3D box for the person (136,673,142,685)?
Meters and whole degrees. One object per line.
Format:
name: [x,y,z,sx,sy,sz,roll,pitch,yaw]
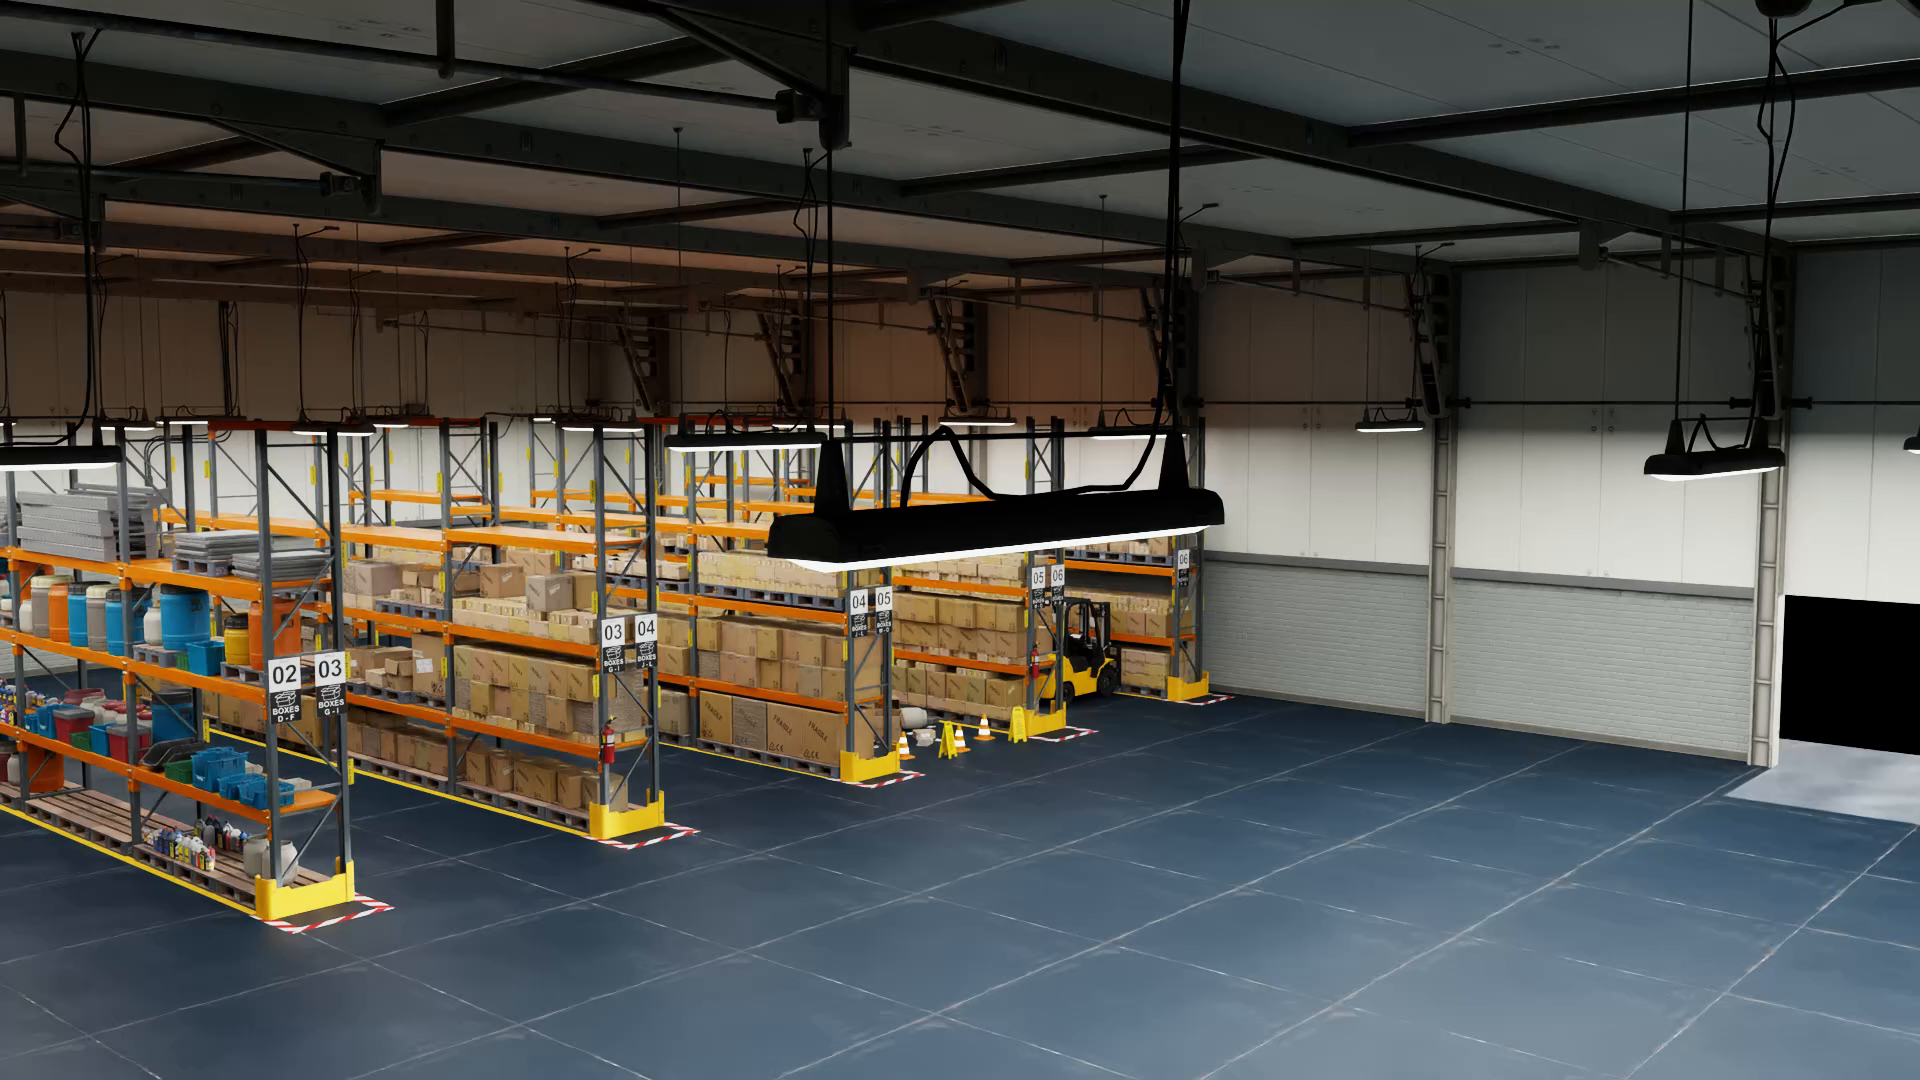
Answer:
person: [-17.879,2.411,36.761,0.936,1.757,0.621,1,5,10]
